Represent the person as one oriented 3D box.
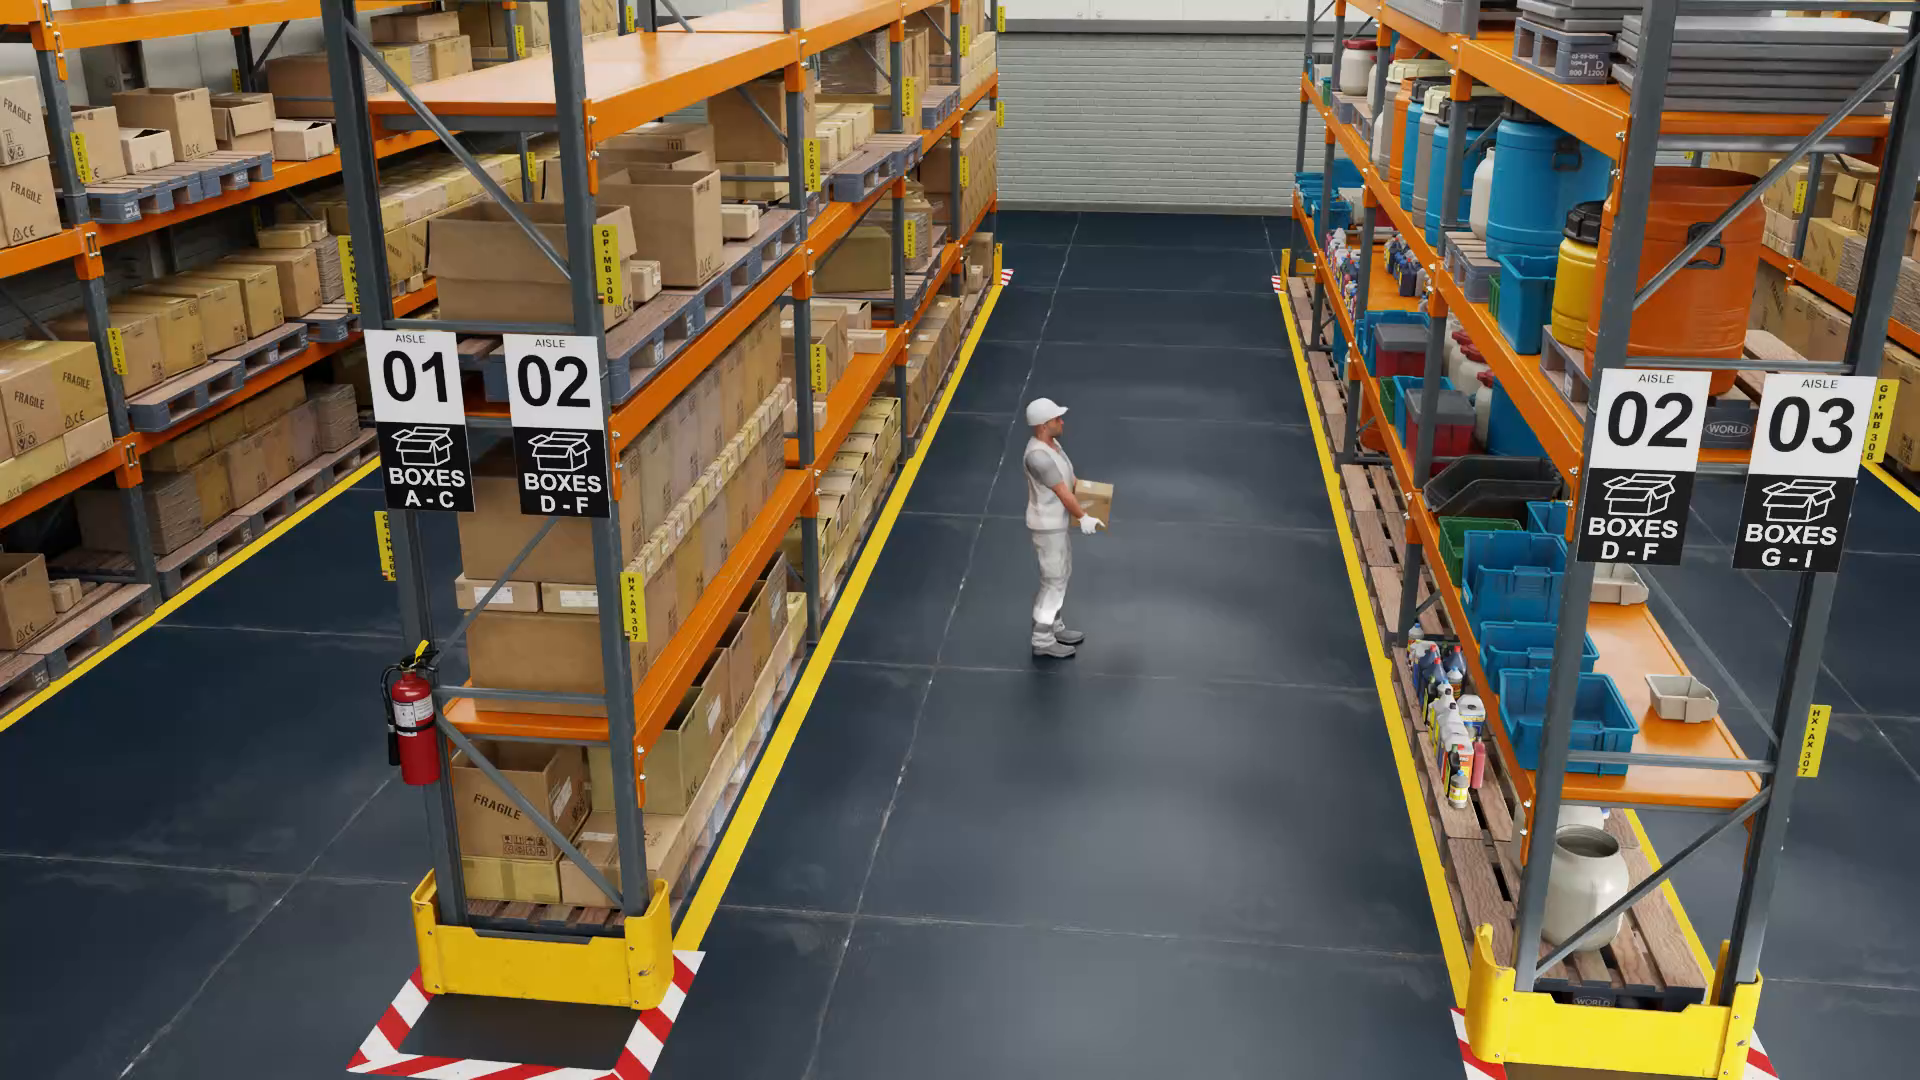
[{"bbox_3d":[0.712,-0.093,11.299,0.560,1.782,0.494,3,21,7],"label":"person"}]
